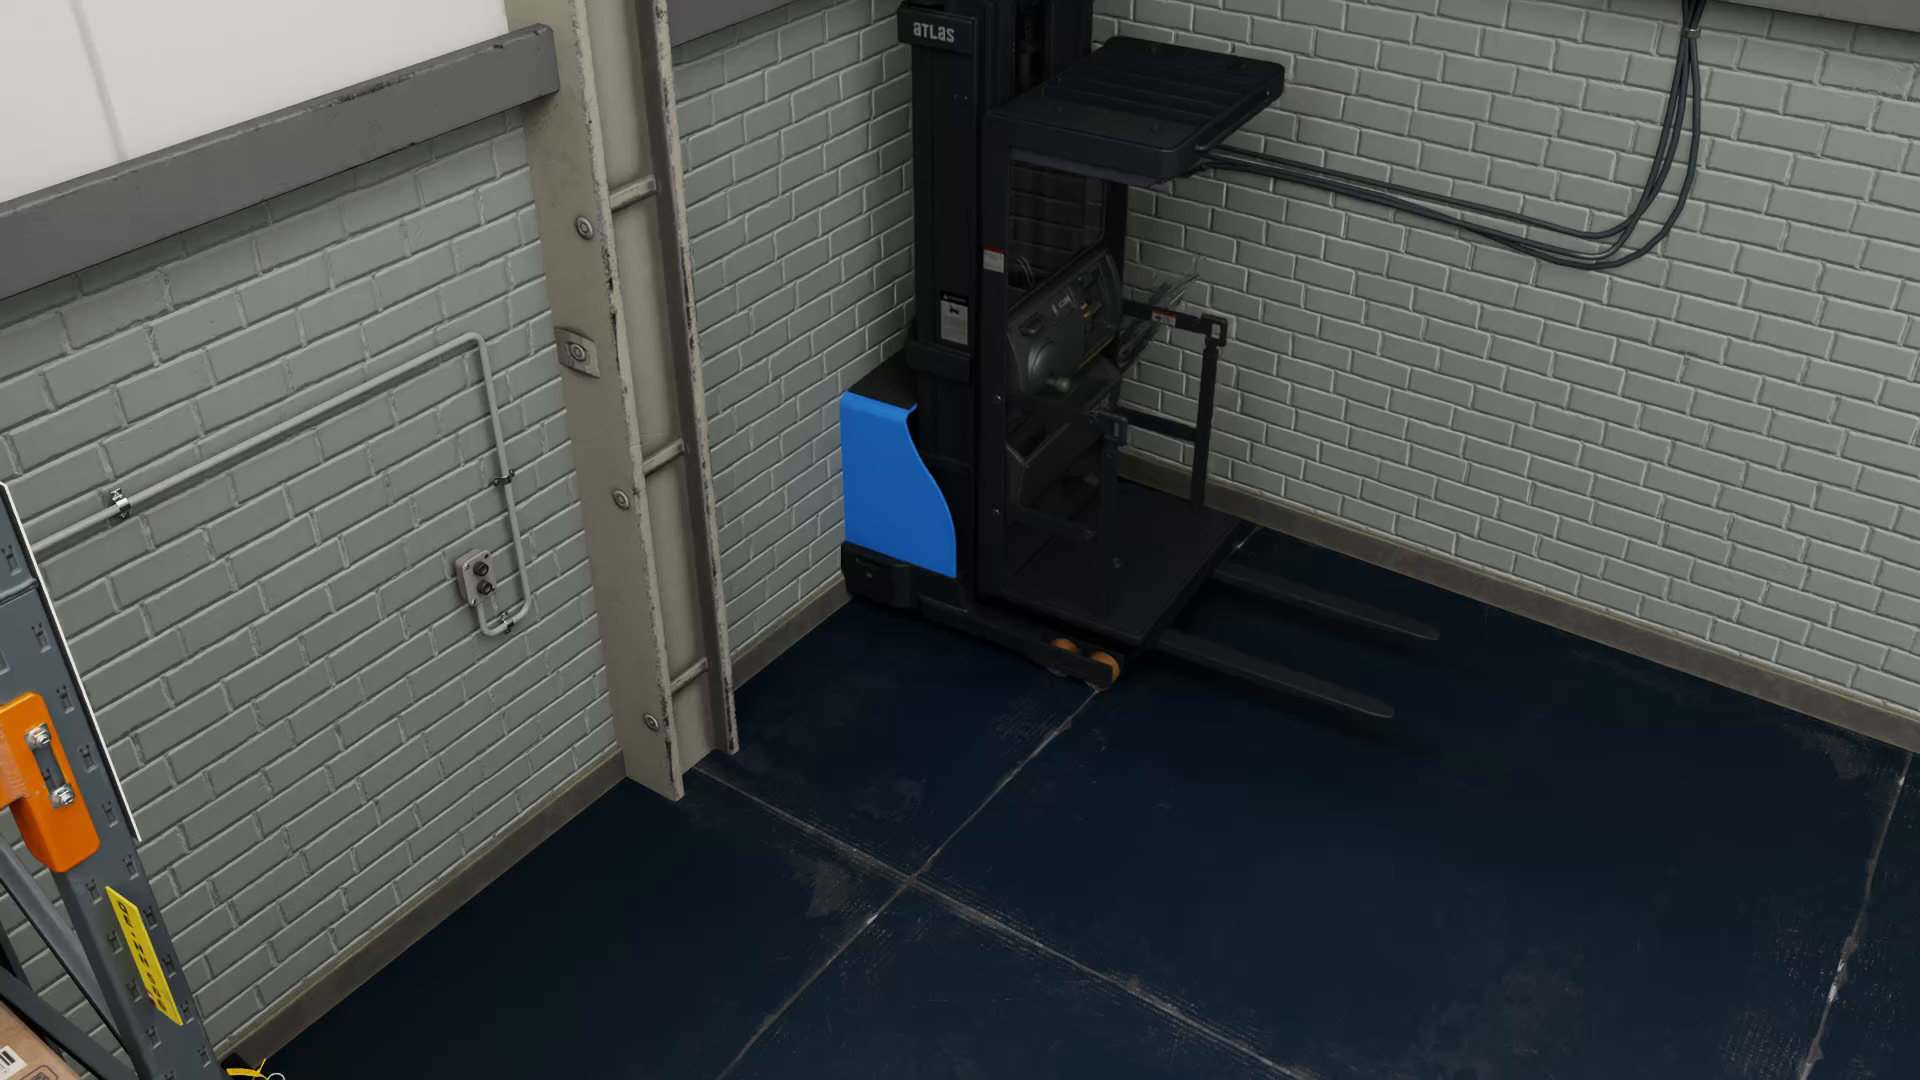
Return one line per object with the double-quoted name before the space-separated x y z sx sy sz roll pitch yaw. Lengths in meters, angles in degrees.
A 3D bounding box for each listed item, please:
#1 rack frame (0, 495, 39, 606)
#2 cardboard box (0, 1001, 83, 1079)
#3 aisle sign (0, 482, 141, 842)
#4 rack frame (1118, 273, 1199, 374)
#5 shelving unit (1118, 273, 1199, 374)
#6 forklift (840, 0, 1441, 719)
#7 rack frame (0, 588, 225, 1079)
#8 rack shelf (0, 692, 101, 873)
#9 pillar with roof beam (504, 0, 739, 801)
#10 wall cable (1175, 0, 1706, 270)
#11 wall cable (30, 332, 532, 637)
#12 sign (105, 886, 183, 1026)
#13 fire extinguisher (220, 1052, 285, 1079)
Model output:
"rack frame" -1.987 -1.295 2.132 1.000 3.000 0.127 21 39 28
"cardboard box" -2.269 1.304 3.377 0.980 0.700 0.700 23 40 30
"aisle sign" -1.699 0.176 2.992 0.394 0.787 0.004 21 39 28
"rack frame" 0.719 -0.808 8.197 0.032 1.500 0.500 46 41 9
"shelving unit" 0.376 -1.164 8.273 1.083 1.500 0.587 46 41 9
"forklift" 0.629 -0.898 6.962 3.031 2.935 1.130 18 38 25
"rack frame" -1.987 1.190 3.813 1.000 3.000 0.127 21 39 28
"rack shelf" -3.127 1.166 1.813 1.077 0.370 4.000 21 39 28
"pillar with roof beam" 2.379 -1.439 2.345 9.100 9.000 0.400 21 39 28
"wall cable" 1.532 -2.498 6.682 3.097 2.526 0.112 21 39 28
"wall cable" -2.034 -0.122 4.846 0.084 1.984 1.851 21 39 28
"sign" -1.549 0.792 3.156 0.100 0.325 0.005 21 39 28
"fire extinguisher" -1.521 1.454 3.823 0.296 0.674 0.183 21 39 28
